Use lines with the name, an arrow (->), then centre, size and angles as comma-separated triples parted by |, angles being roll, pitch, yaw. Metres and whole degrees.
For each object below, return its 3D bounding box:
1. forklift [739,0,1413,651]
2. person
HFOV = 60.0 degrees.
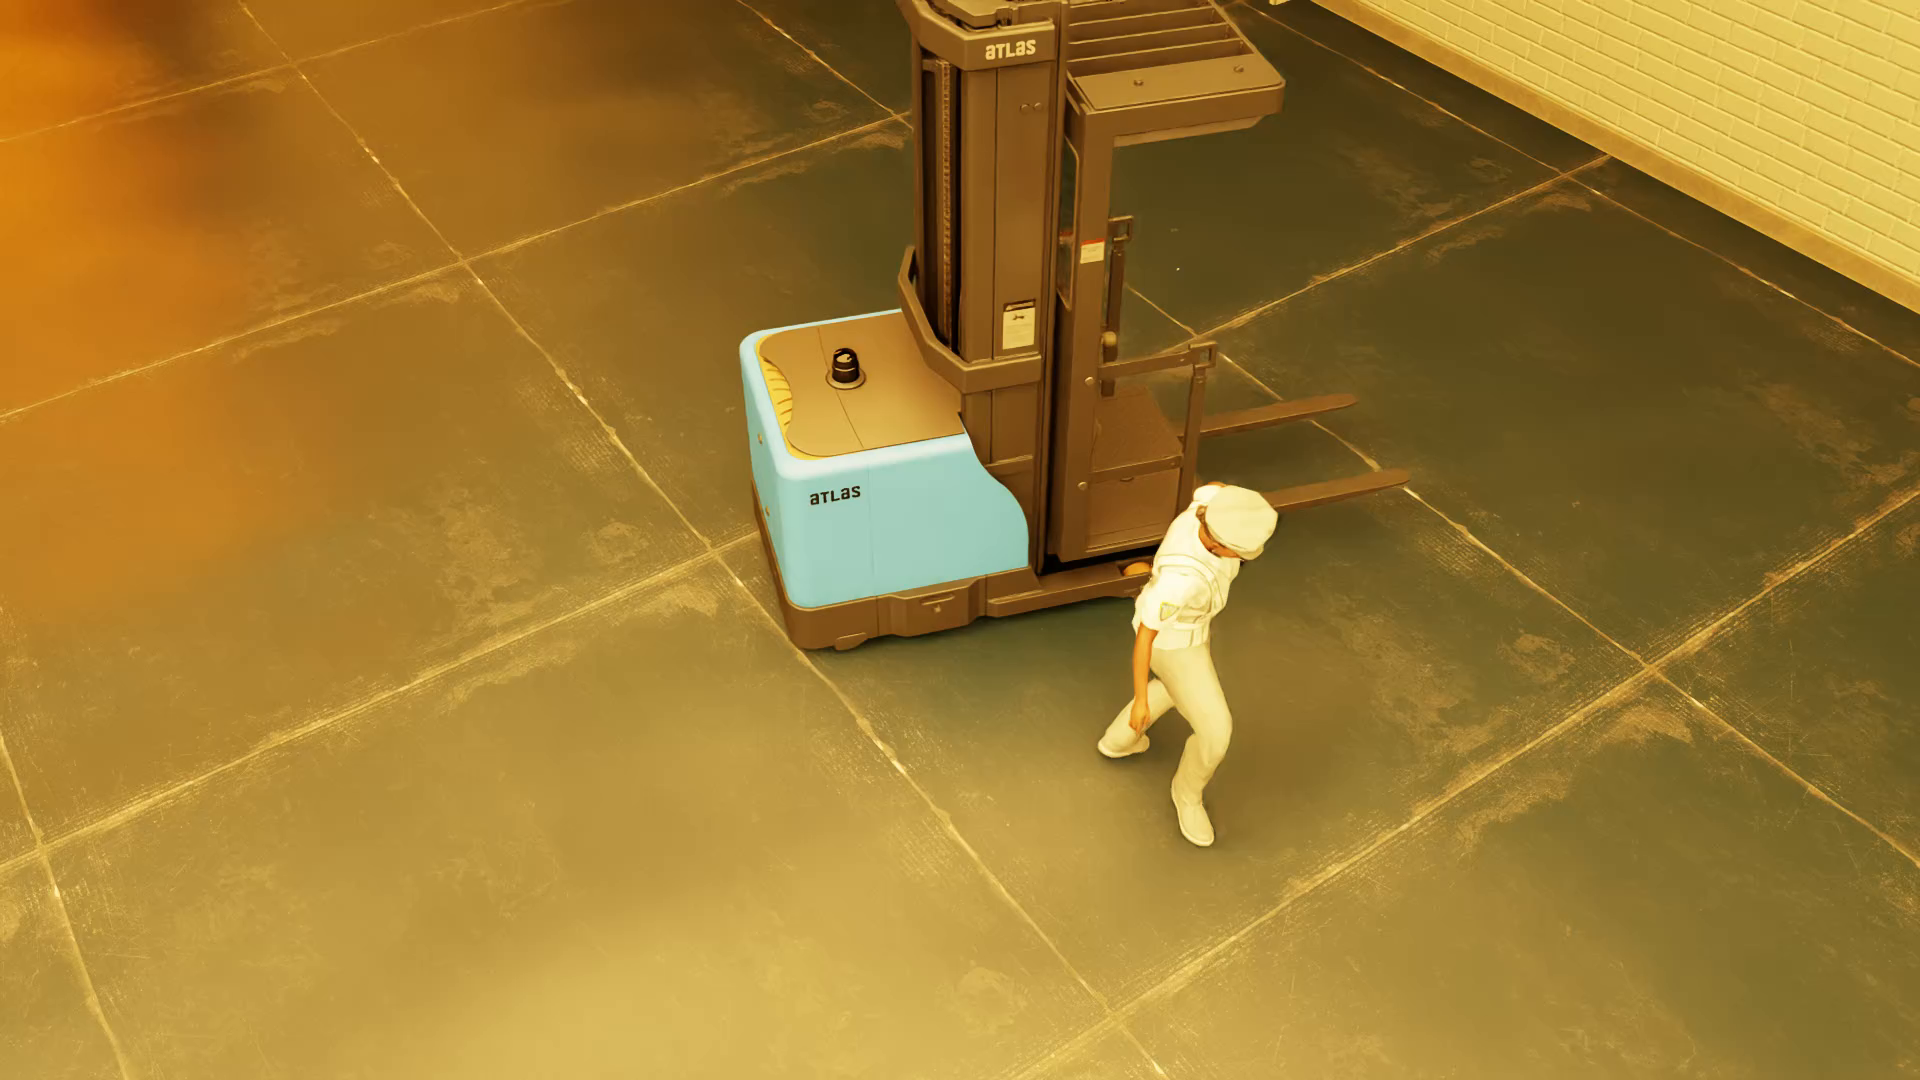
forklift -> 0.597, -1.149, 6.963 | 3.031, 2.935, 1.130 | -11, 44, -11
person -> 0.884, 0.312, 6.458 | 0.560, 1.589, 1.080 | 12, 44, 13
